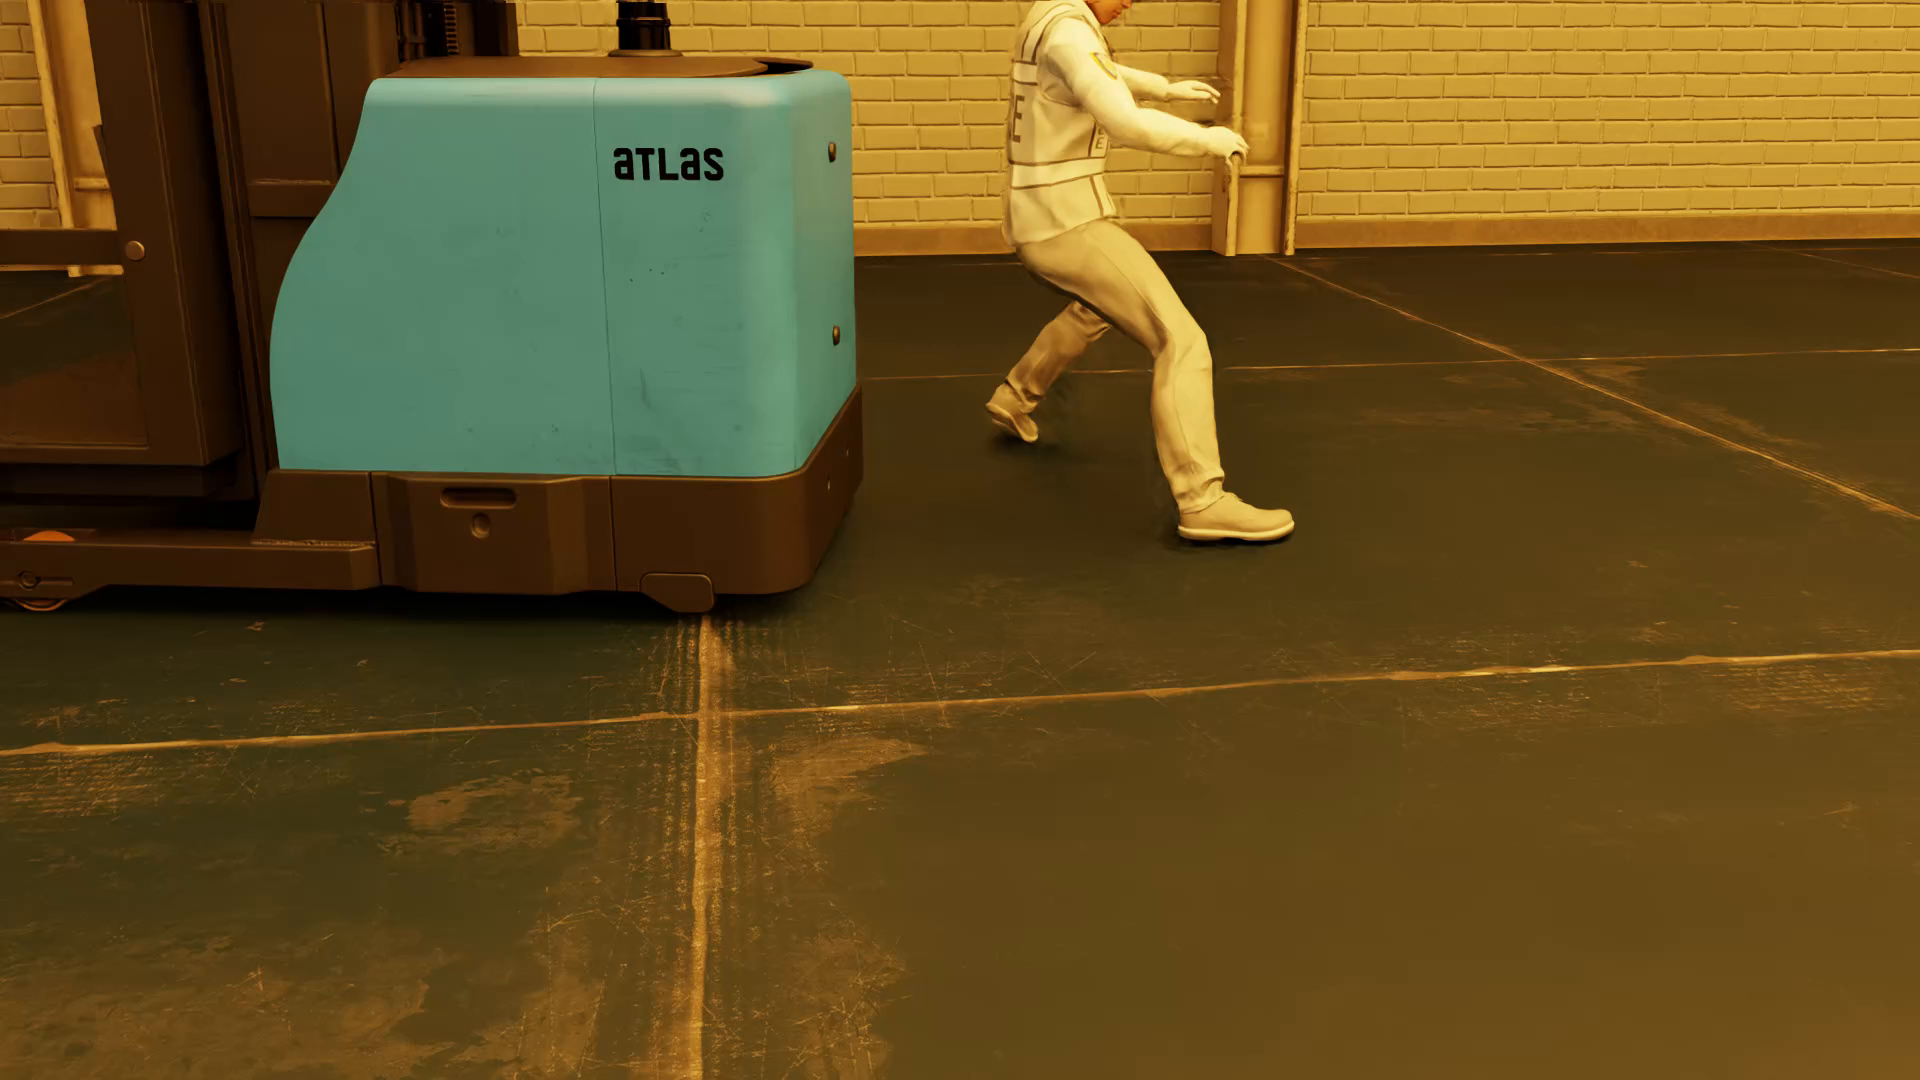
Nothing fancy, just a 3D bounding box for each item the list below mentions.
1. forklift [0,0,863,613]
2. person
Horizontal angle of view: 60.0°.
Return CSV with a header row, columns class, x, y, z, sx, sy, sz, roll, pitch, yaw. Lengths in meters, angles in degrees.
class,x,y,z,sx,sy,sz,roll,pitch,yaw
forklift,-1.789,-1.404,3.546,3.031,2.935,1.130,1,17,4
person,0.437,-0.845,4.257,0.669,1.467,1.189,-1,17,-3
